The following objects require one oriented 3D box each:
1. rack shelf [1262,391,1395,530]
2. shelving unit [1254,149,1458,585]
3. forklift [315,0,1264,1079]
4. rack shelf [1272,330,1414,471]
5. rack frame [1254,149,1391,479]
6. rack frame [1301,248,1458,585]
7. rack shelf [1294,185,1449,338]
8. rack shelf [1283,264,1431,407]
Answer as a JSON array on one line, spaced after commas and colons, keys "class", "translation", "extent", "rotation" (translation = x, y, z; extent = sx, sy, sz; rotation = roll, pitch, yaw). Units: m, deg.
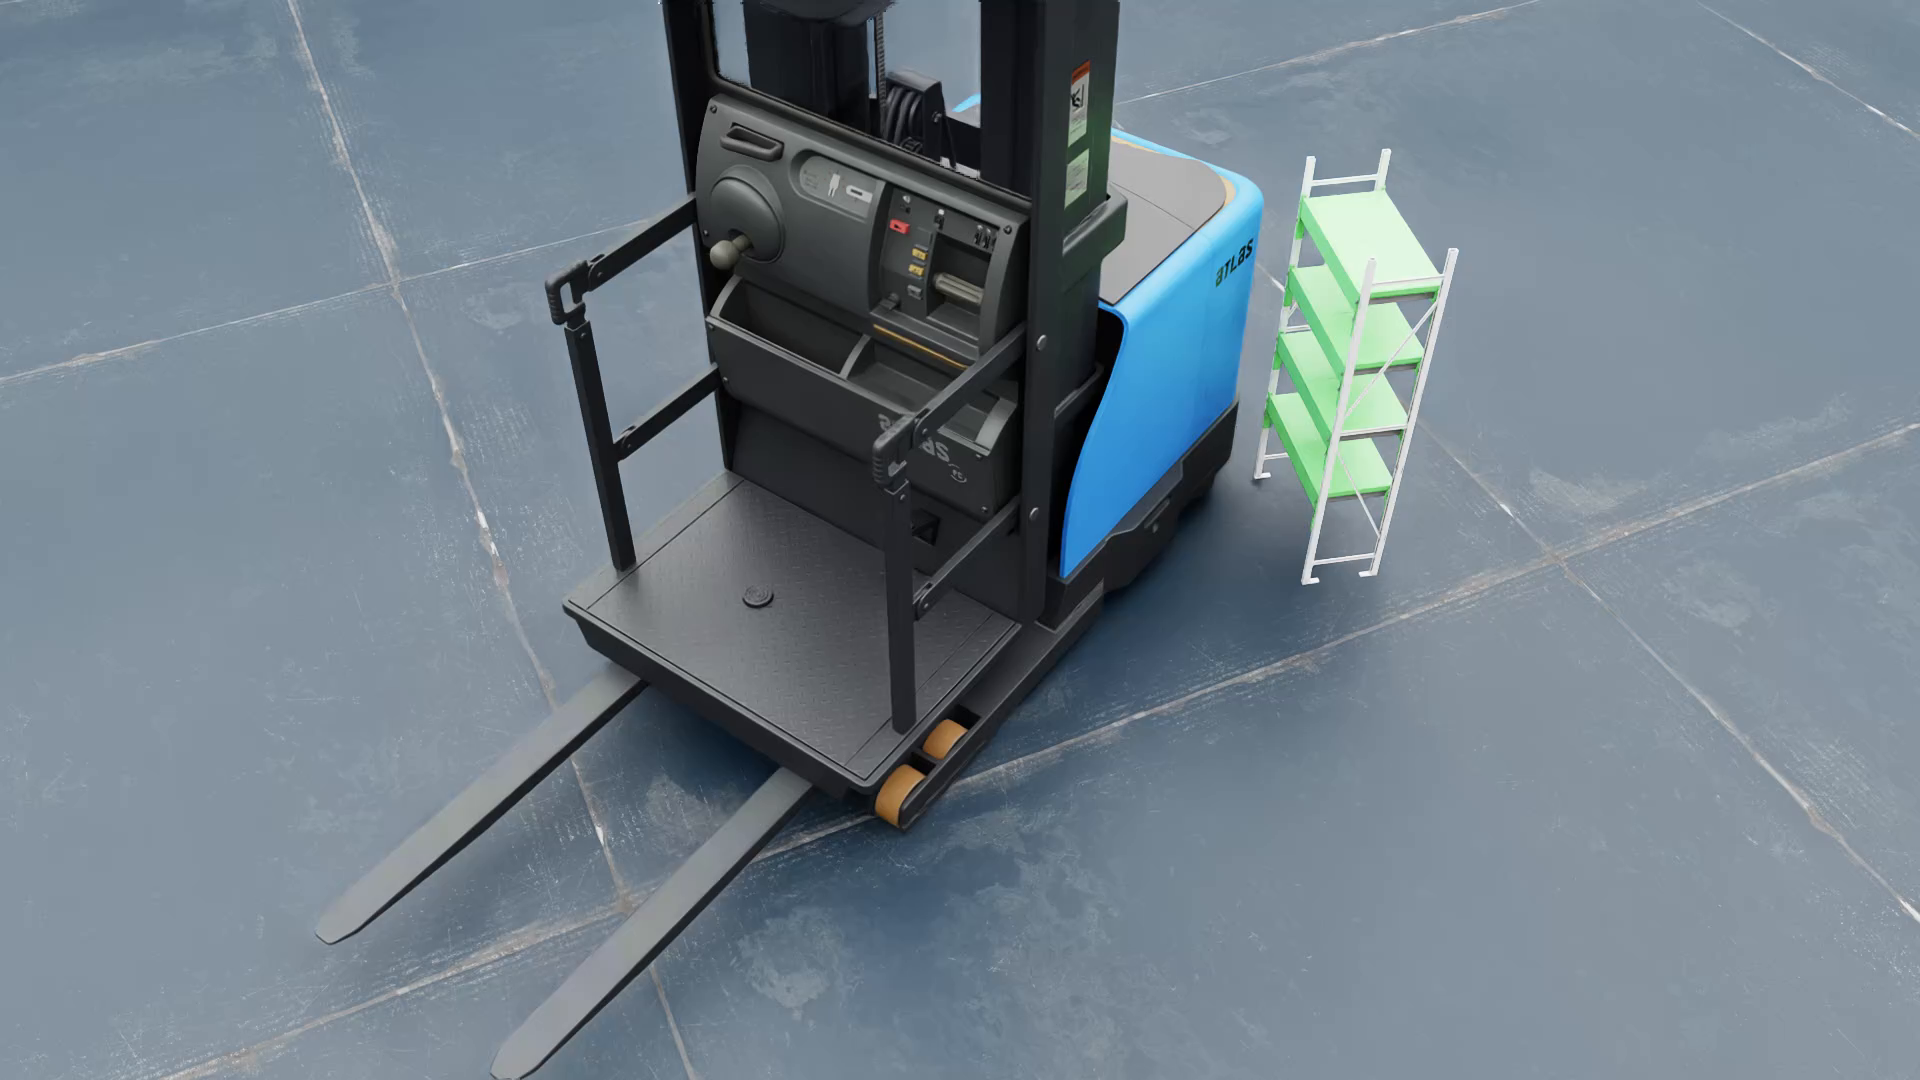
[{"class": "rack shelf", "translation": [1.126, -0.262, 5.094], "extent": [0.258, 0.148, 0.480], "rotation": [-7, 45, -7]}, {"class": "shelving unit", "translation": [1.126, -0.478, 4.880], "extent": [0.258, 1.200, 0.503], "rotation": [-7, 45, -7]}, {"class": "forklift", "translation": [-0.386, -0.666, 3.838], "extent": [1.130, 2.935, 3.031], "rotation": [27, 51, 25]}, {"class": "rack shelf", "translation": [1.126, -0.433, 4.925], "extent": [0.258, 0.148, 0.480], "rotation": [-7, 45, -7]}, {"class": "rack frame", "translation": [1.084, -0.647, 5.051], "extent": [0.240, 1.200, 0.015], "rotation": [-7, 45, -7]}, {"class": "rack frame", "translation": [1.169, -0.309, 4.709], "extent": [0.240, 1.200, 0.015], "rotation": [-7, 45, -7]}, {"class": "rack shelf", "translation": [1.126, -0.774, 4.588], "extent": [0.258, 0.148, 0.480], "rotation": [-7, 45, -7]}, {"class": "rack shelf", "translation": [1.126, -0.603, 4.757], "extent": [0.258, 0.148, 0.480], "rotation": [-7, 45, -7]}]
